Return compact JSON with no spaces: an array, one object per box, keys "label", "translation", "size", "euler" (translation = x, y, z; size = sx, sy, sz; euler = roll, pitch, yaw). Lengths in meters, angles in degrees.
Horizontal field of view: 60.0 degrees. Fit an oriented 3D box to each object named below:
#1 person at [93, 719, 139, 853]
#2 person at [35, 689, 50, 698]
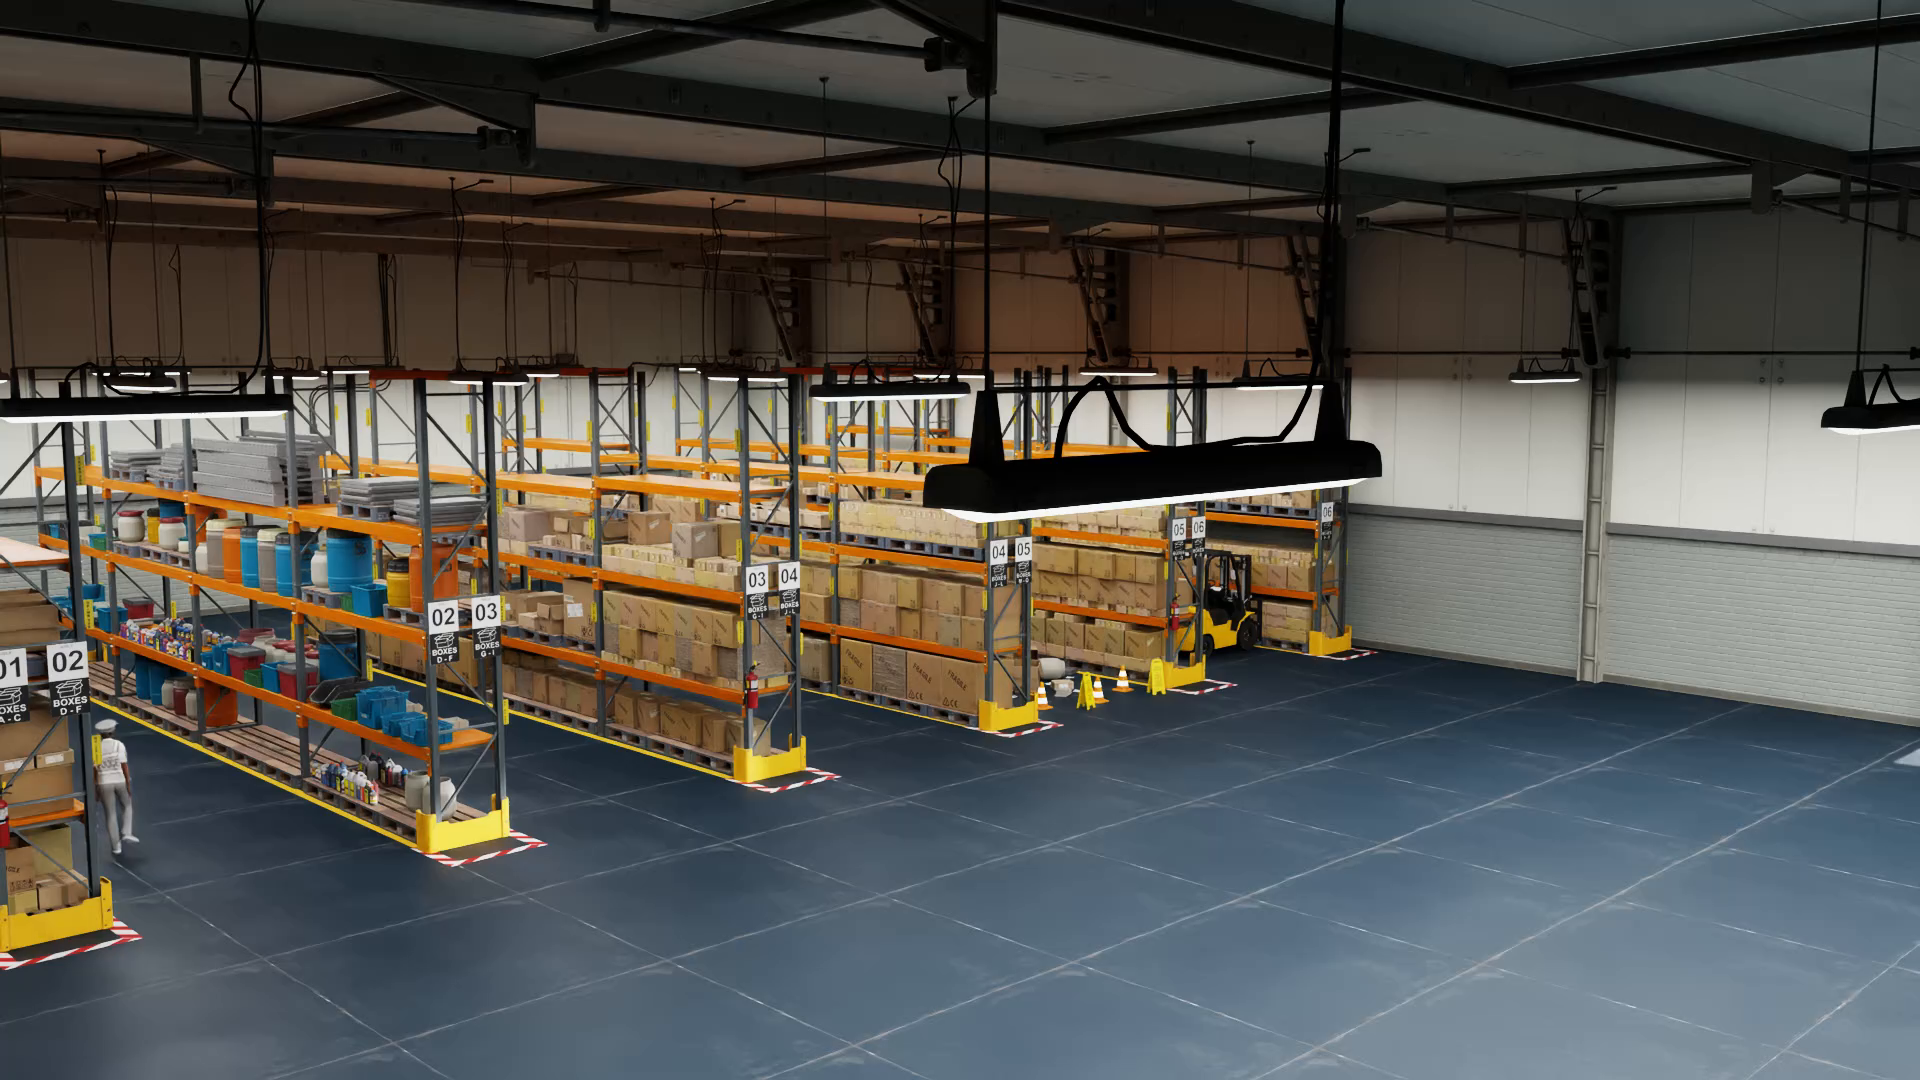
[{"label":"person","translation":[-10.737,3.120,21.094],"size":[0.498,1.662,0.455],"euler":[-4,7,-31]},{"label":"person","translation":[-14.362,2.496,26.218],"size":[0.995,1.728,0.560],"euler":[4,8,31]}]
